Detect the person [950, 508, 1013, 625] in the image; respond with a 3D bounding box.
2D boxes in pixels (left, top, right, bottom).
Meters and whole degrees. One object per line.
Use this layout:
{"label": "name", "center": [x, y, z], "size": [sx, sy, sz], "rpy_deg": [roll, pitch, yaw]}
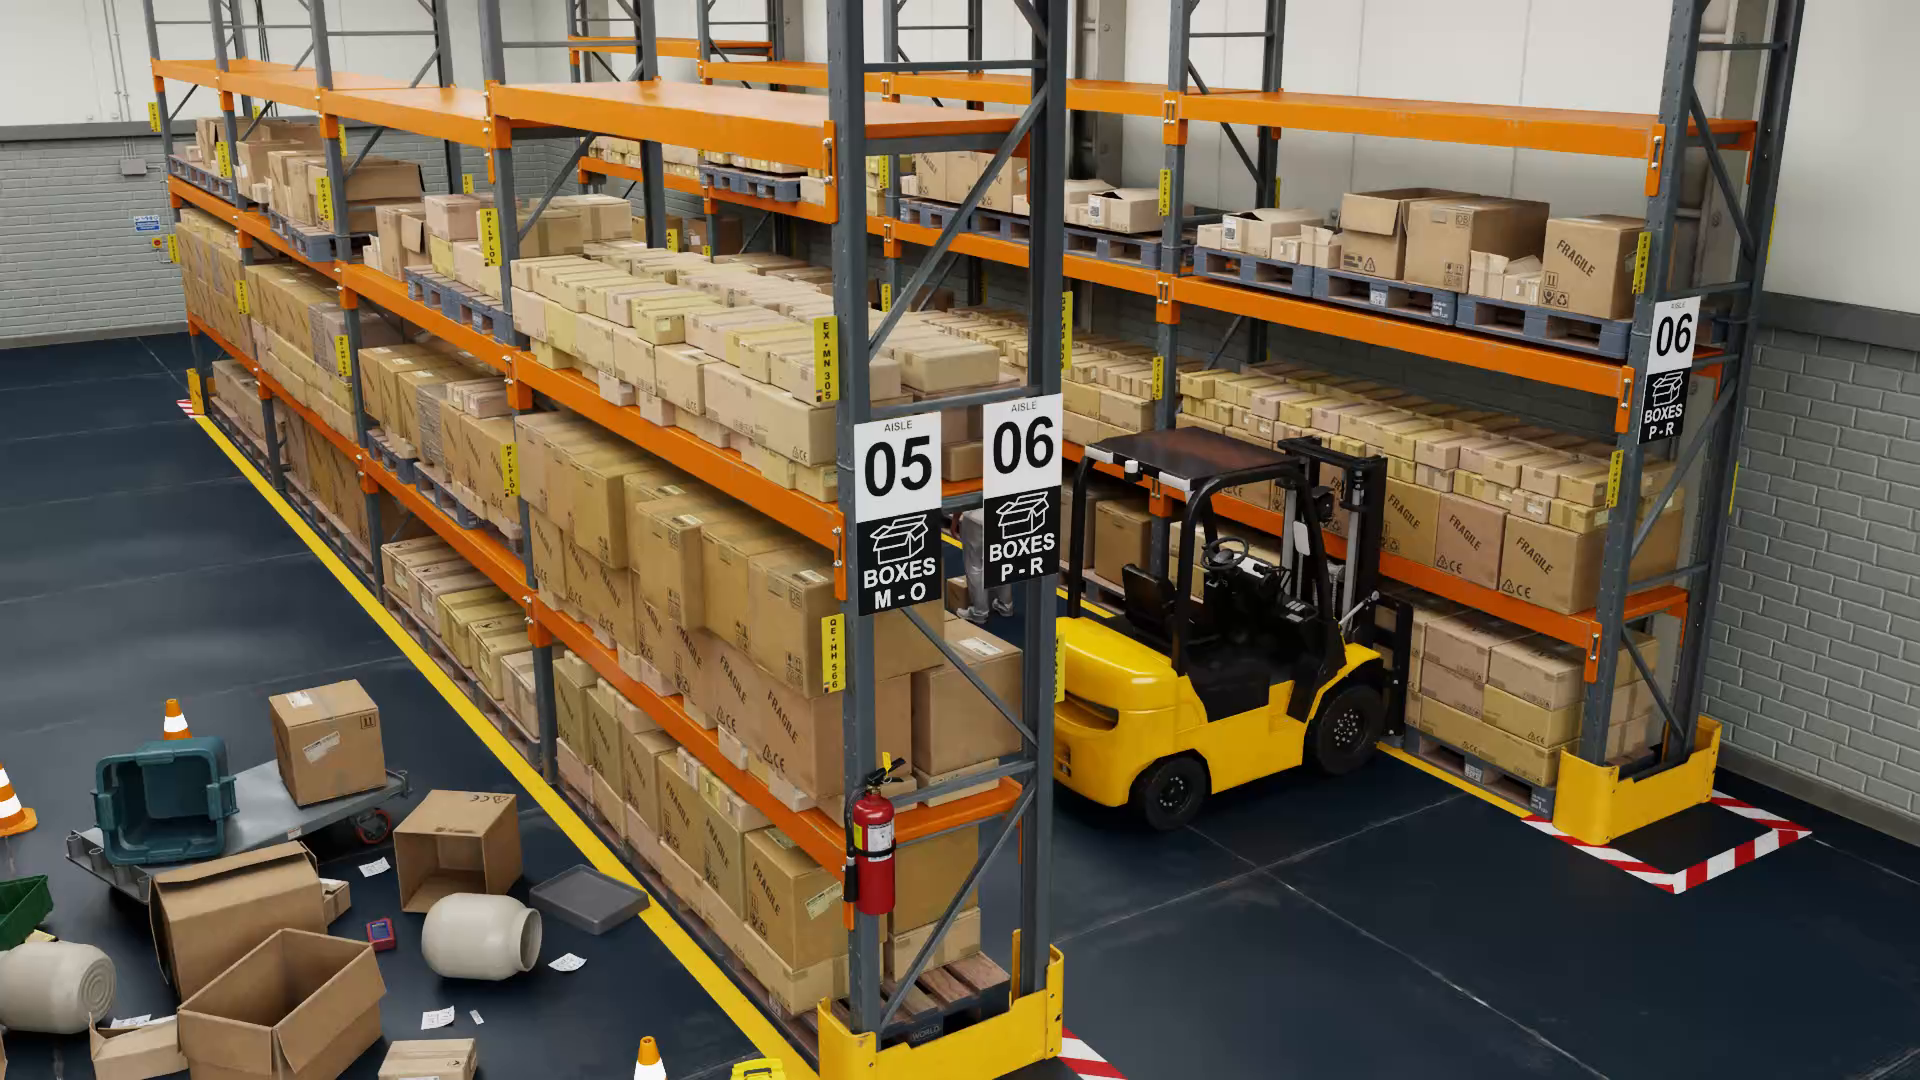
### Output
{"label": "person", "center": [0.188, -0.210, 13.173], "size": [0.635, 1.760, 0.455], "rpy_deg": [-13, 22, -35]}
